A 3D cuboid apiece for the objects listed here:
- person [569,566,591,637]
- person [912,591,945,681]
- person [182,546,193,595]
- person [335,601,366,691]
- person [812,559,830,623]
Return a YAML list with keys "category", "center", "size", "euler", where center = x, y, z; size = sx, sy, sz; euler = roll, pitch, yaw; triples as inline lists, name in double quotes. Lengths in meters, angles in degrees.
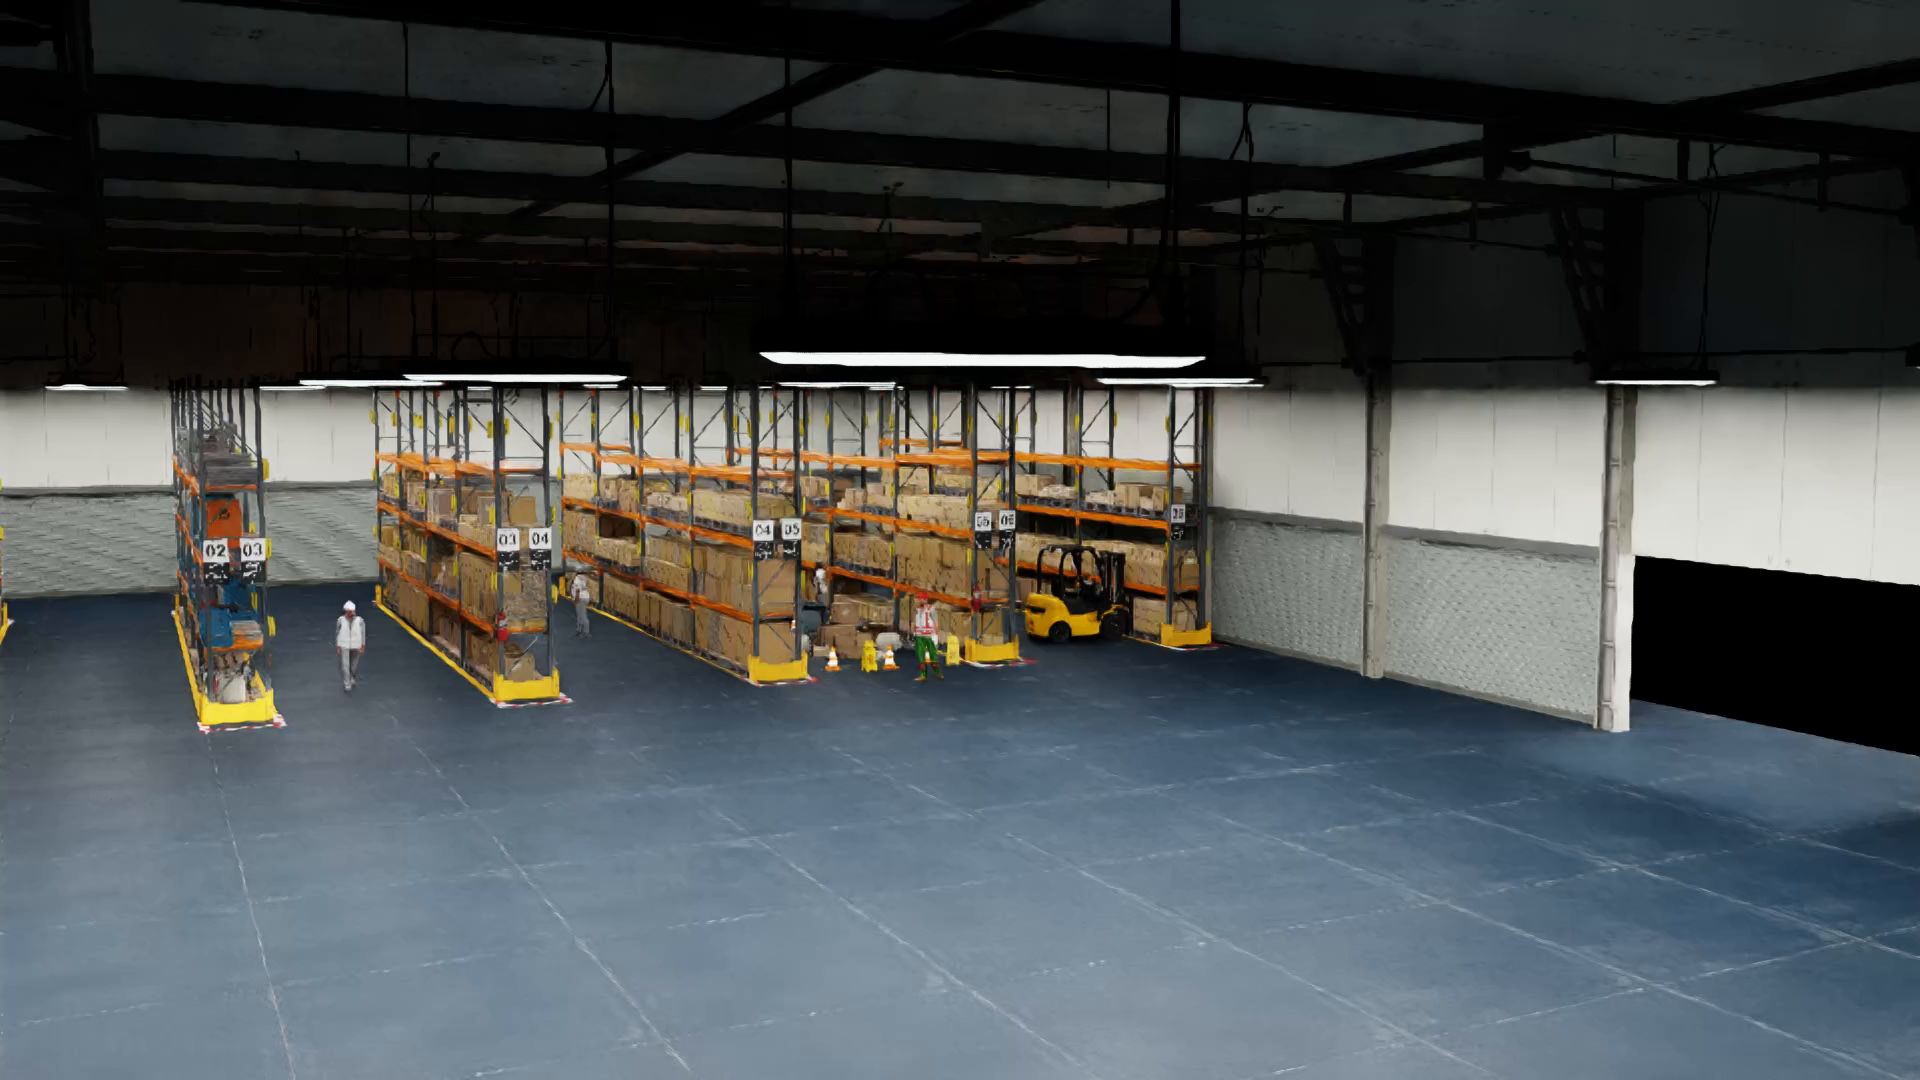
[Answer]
- category: "person"
  center: [-8.914, 1.426, 38.912]
  size: [0.554, 1.656, 0.606]
  euler: [0, 5, 0]
- category: "person"
  center: [-0.655, 1.901, 33.107]
  size: [0.646, 1.781, 0.553]
  euler: [3, 6, 33]
- category: "person"
  center: [-21.519, 0.695, 46.656]
  size: [0.510, 1.774, 0.764]
  euler: [2, 5, 21]
- category: "person"
  center: [-11.743, 2.013, 32.084]
  size: [0.542, 1.700, 1.119]
  euler: [-3, 6, -29]
- category: "person"
  center: [-3.418, 1.292, 40.361]
  size: [0.549, 1.662, 0.588]
  euler: [0, 5, -2]
